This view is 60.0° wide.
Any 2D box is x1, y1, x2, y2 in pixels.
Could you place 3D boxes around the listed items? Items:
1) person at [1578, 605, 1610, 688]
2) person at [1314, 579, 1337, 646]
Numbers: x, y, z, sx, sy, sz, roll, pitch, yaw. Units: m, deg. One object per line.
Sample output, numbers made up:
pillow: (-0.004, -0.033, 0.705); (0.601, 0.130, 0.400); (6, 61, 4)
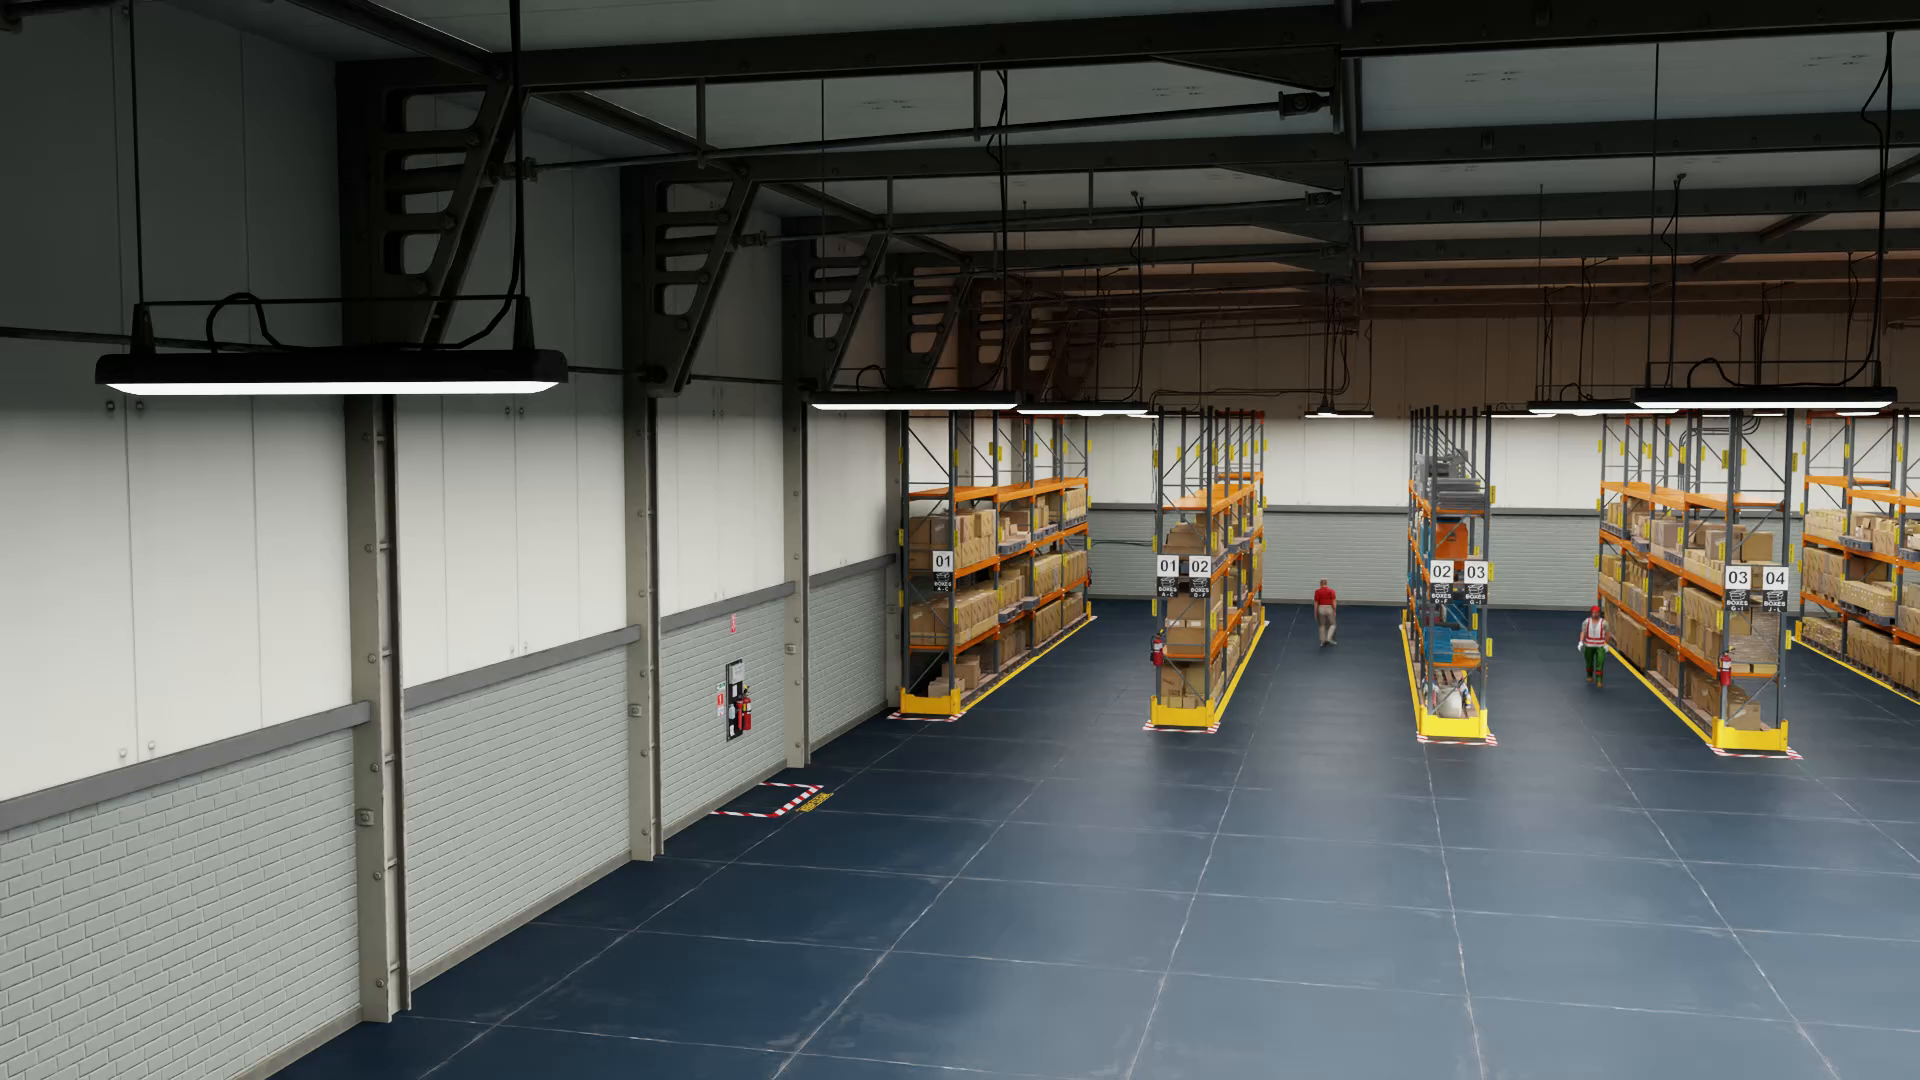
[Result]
person: (13.637, 2.270, 35.752); (0.652, 1.726, 1.067); (1, 4, 16)
person: (9.262, 1.844, 42.097); (0.609, 1.722, 0.533); (1, 4, 17)
